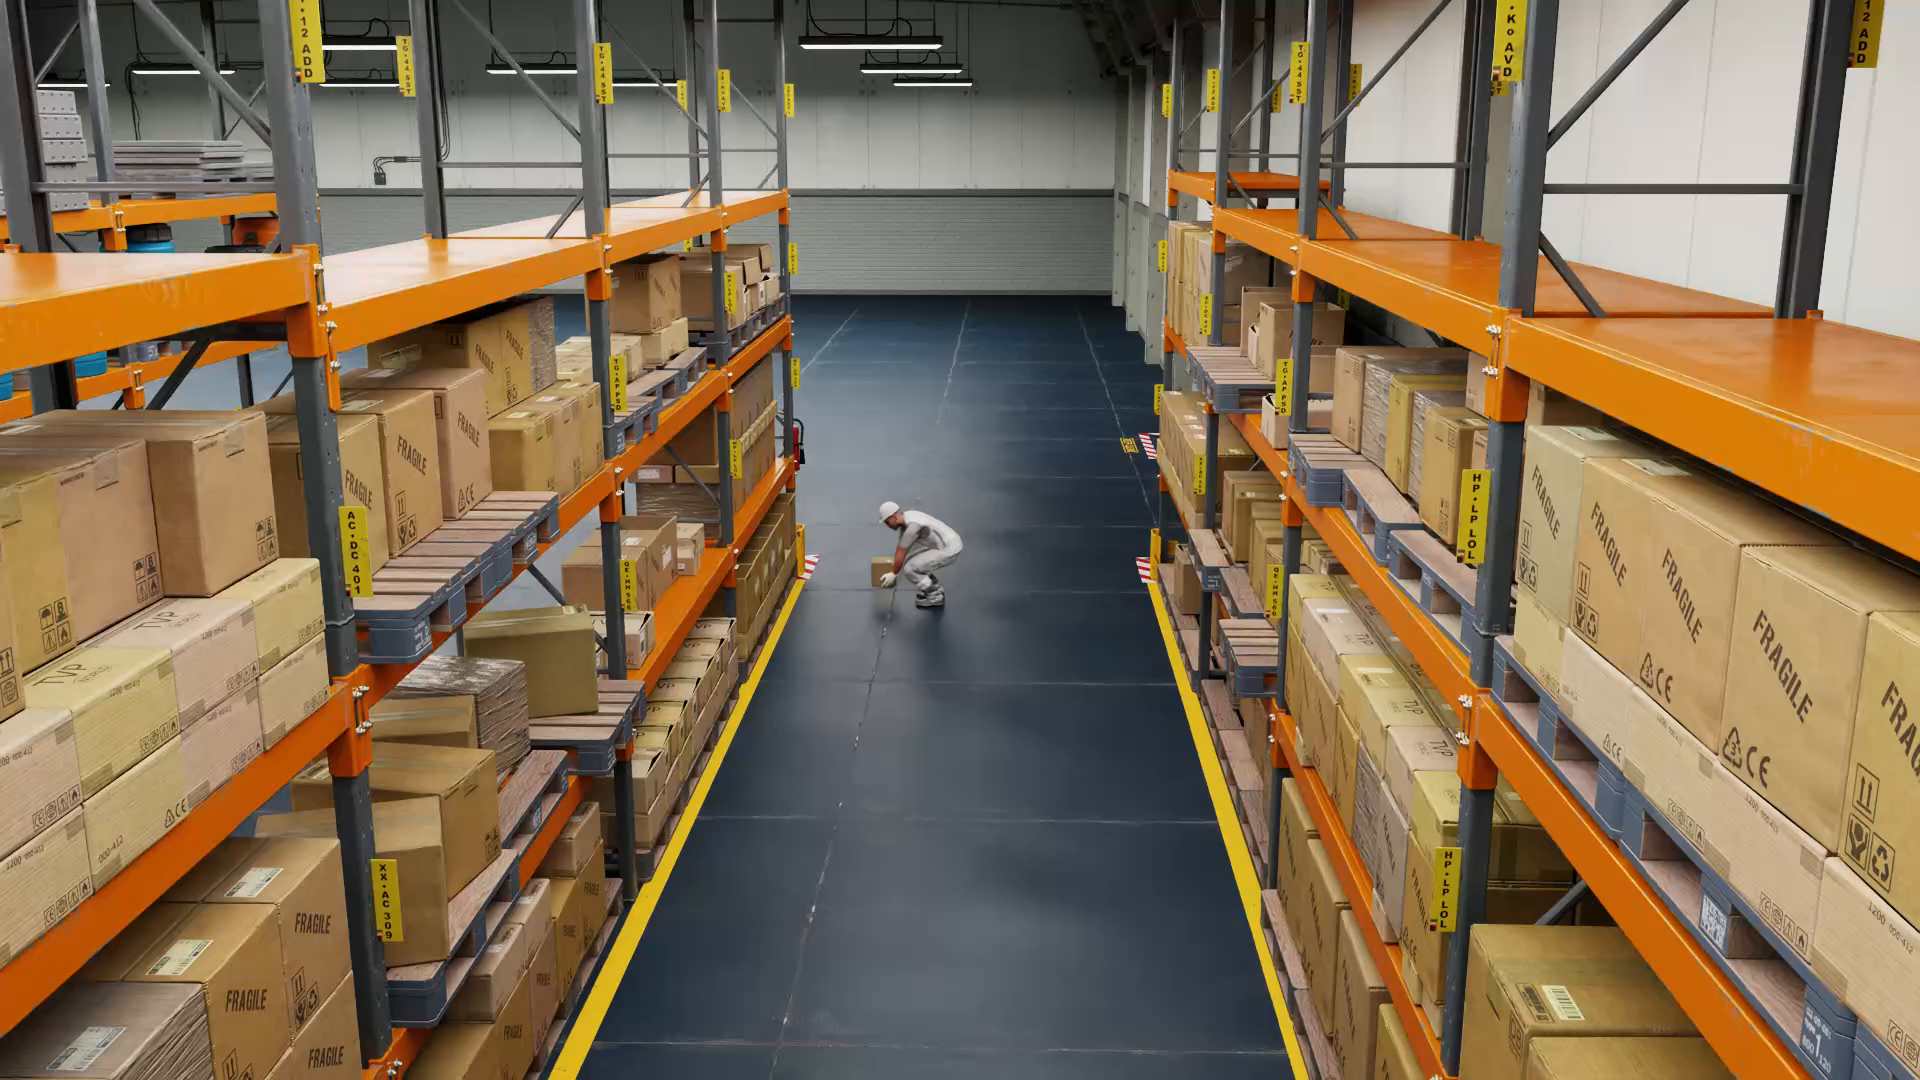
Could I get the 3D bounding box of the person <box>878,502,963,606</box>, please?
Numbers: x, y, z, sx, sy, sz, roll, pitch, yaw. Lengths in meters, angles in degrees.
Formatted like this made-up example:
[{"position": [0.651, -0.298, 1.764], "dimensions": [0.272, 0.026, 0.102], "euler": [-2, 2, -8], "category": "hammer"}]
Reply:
[{"position": [-0.402, 0.130, 16.927], "dimensions": [0.860, 1.074, 0.578], "euler": [0, 14, 1], "category": "person"}]
